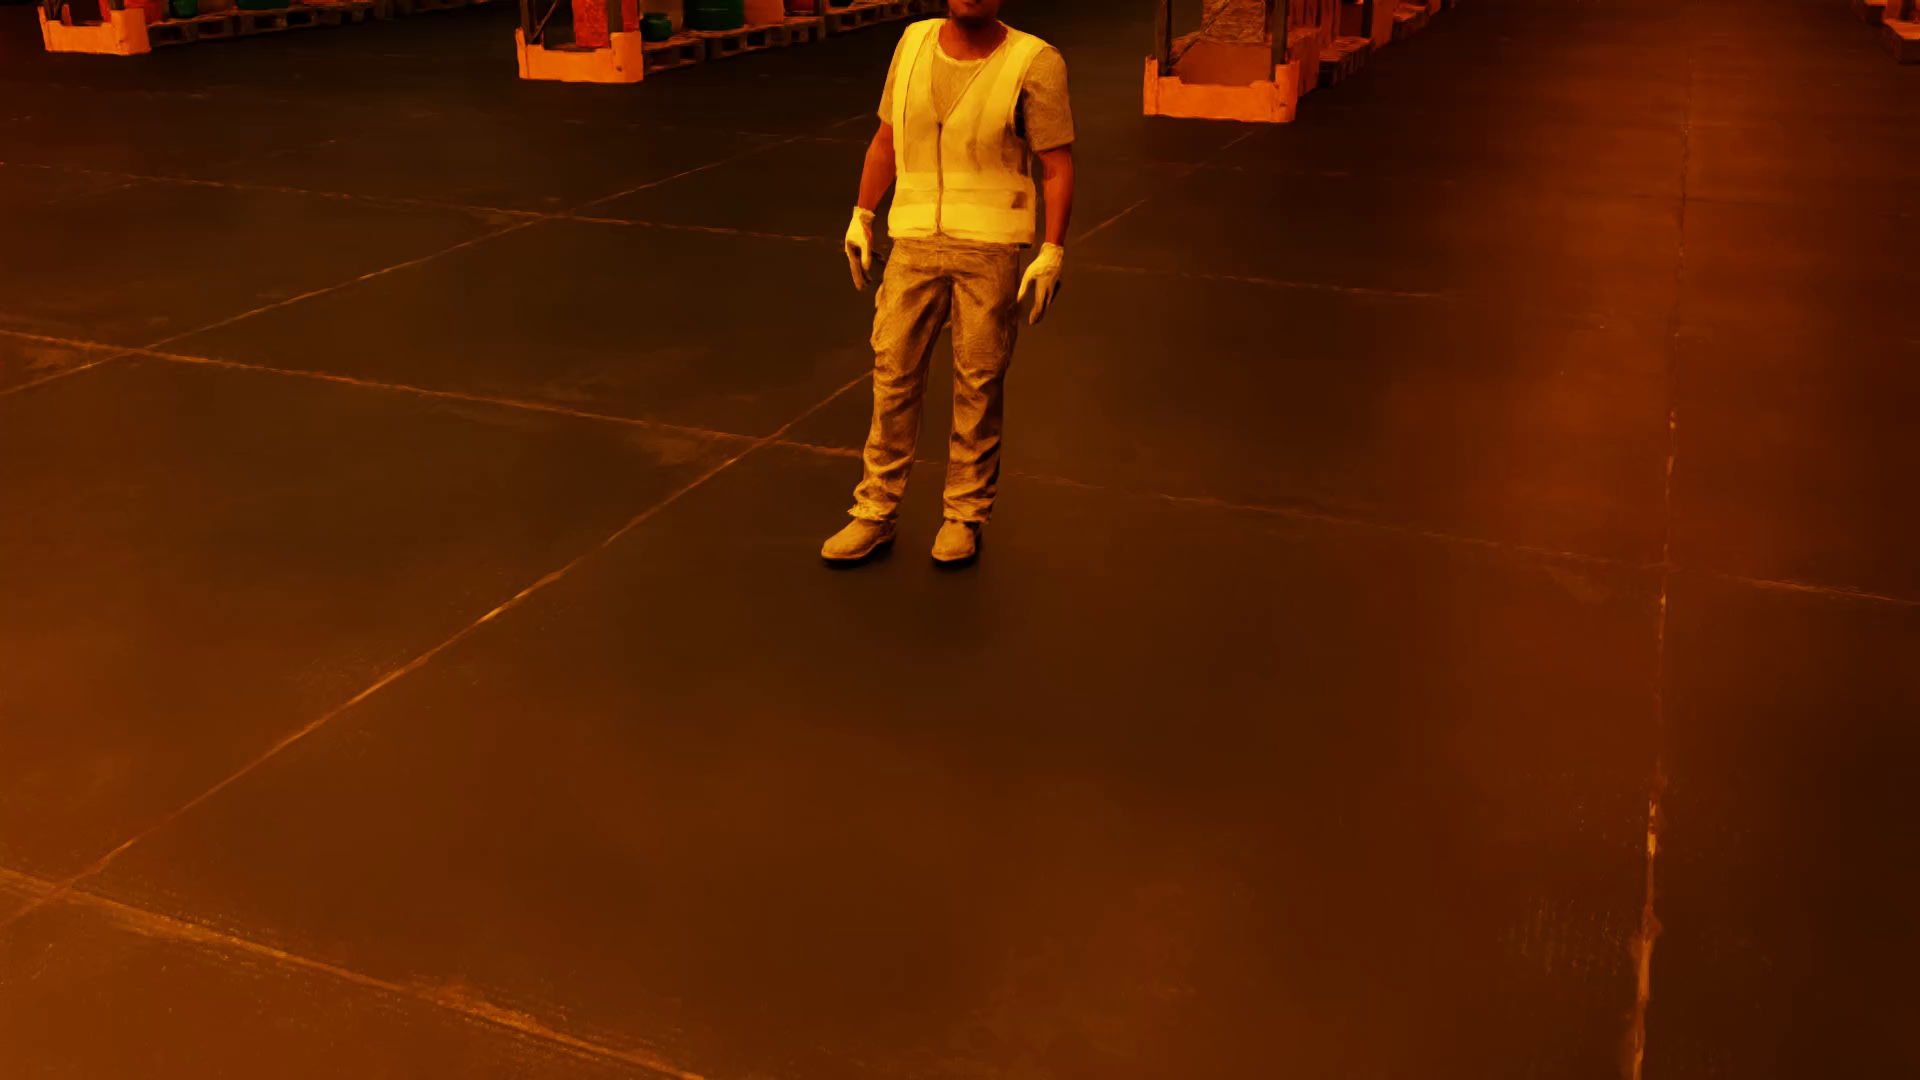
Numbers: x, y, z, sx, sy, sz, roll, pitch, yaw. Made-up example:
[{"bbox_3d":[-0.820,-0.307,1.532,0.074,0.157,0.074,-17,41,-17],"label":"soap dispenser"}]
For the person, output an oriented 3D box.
[{"bbox_3d":[-0.035,-0.805,4.688,0.655,1.782,0.576,9,24,21],"label":"person"}]
